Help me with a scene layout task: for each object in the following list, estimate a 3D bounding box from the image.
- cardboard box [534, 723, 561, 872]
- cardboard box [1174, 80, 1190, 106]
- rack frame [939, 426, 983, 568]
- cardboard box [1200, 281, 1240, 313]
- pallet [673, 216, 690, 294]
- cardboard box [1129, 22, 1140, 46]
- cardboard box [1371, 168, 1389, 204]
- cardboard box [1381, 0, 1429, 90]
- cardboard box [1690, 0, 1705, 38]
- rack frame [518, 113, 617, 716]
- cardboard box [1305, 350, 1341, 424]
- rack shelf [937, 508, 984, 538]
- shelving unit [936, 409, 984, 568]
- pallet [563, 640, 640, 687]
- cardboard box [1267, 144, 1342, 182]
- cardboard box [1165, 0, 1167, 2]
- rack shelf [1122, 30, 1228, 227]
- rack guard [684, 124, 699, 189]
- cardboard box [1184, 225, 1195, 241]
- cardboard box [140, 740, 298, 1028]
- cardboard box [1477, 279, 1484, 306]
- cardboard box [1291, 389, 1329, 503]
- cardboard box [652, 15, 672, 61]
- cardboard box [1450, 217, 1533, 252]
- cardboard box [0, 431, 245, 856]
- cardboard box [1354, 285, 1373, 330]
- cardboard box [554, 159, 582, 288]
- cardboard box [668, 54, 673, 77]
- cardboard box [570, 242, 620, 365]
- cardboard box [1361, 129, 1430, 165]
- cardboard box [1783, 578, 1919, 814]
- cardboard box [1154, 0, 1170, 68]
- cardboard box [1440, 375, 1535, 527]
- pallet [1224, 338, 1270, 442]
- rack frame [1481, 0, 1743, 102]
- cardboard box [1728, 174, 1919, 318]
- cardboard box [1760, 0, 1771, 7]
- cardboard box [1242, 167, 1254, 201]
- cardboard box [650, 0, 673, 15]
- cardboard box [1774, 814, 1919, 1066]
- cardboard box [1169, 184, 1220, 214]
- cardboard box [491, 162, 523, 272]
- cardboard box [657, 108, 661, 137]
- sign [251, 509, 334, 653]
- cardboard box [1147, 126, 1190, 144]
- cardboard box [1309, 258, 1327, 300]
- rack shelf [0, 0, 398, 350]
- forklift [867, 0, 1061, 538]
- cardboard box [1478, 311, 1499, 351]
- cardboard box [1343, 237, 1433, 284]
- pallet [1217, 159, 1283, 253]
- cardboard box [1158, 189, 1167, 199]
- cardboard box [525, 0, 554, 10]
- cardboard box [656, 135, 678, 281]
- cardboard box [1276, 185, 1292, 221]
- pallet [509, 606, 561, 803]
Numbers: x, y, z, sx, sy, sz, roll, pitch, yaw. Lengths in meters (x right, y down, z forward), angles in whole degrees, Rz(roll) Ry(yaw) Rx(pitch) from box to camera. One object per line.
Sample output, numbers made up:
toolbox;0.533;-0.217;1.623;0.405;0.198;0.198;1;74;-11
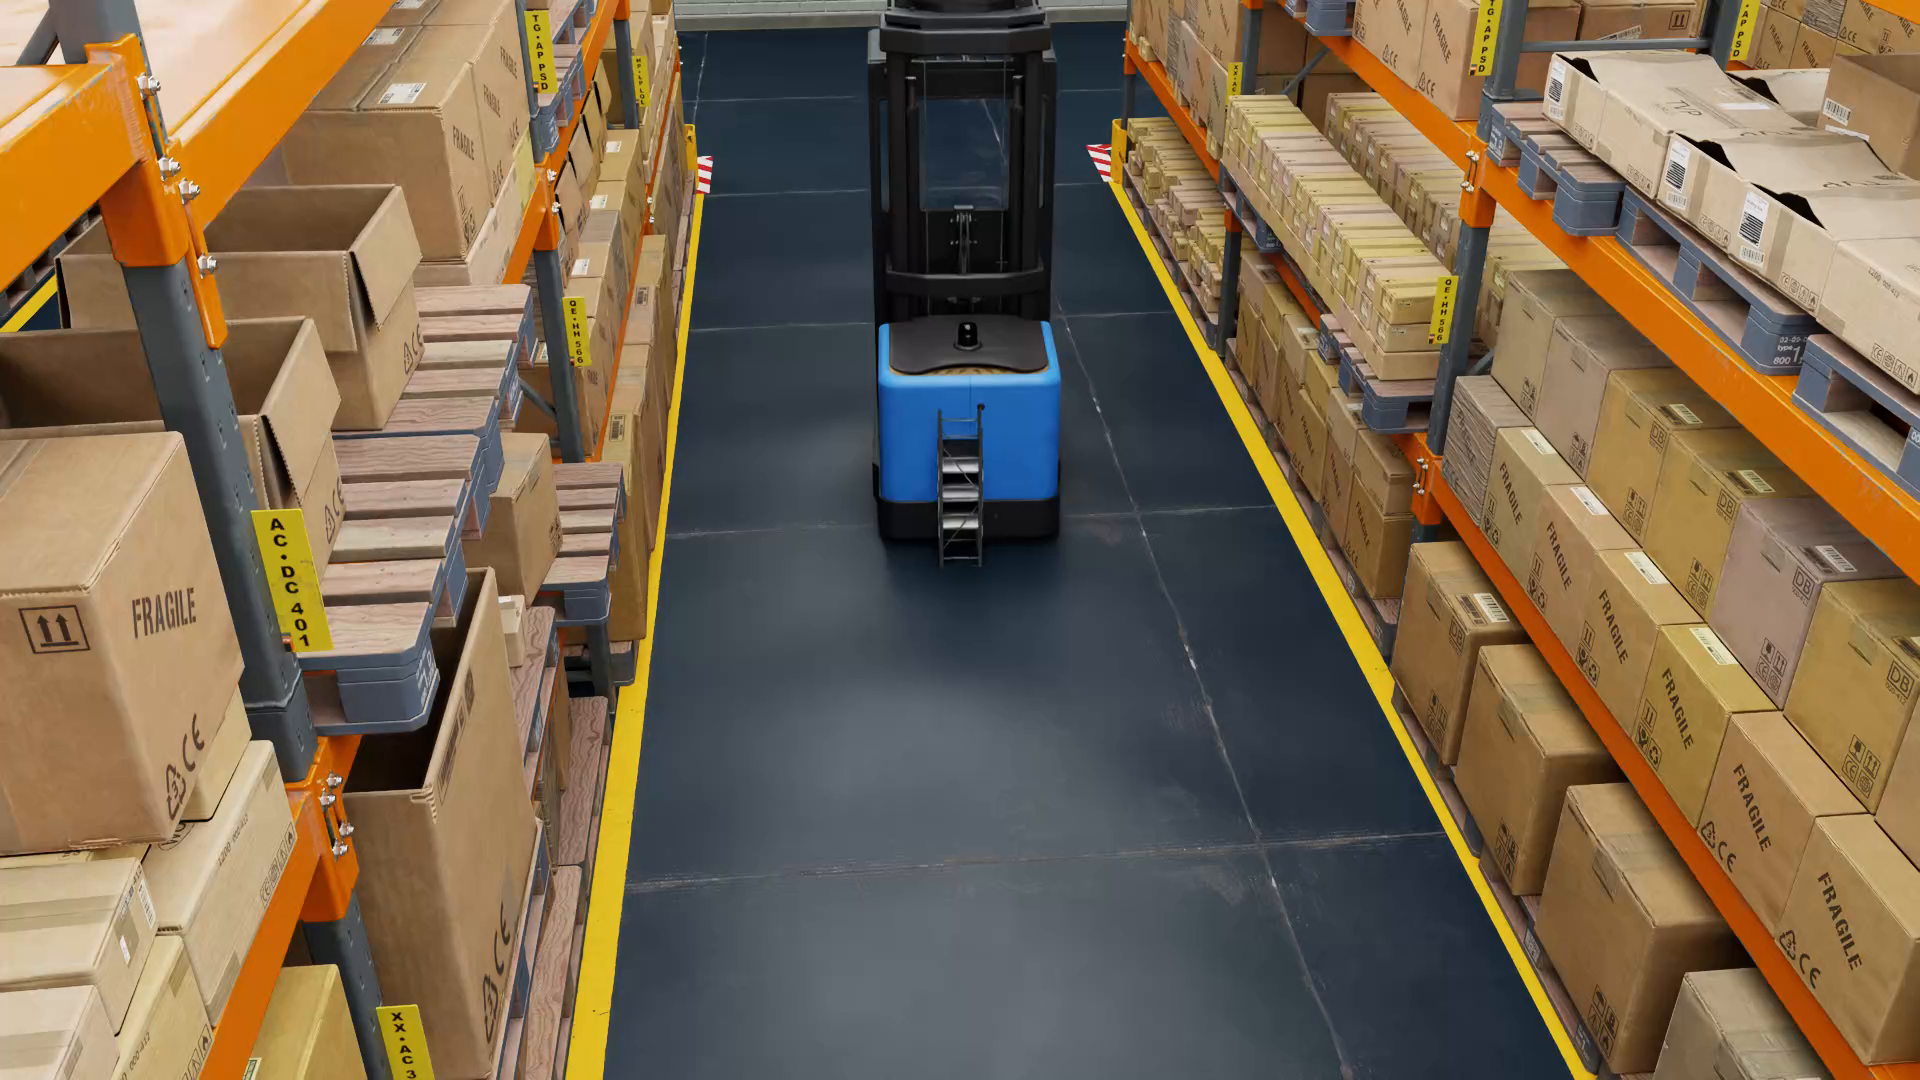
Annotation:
cardboard box;-2.075;1.089;7.011;0.700;0.500;0.500;-5;31;-9
cardboard box;1.874;-3.469;12.878;0.380;0.149;0.250;-2;31;-4
rack frame;0.004;-0.231;9.259;0.240;0.900;0.006;-1;31;-2
cardboard box;1.976;-1.788;12.189;0.380;0.149;0.250;-2;31;-4
pallet;-2.706;-2.281;13.363;1.003;0.211;1.213;-3;31;-5
cardboard box;1.682;-4.401;14.438;0.380;0.149;0.250;-3;31;-5
cardboard box;2.684;-2.121;9.921;0.380;0.149;0.250;-4;31;-7
cardboard box;2.359;-2.470;7.938;0.500;0.500;0.500;-3;31;-5
cardboard box;6.656;-4.763;14.701;0.500;0.500;0.500;-3;31;-5
rack frame;-2.222;-0.419;7.527;1.000;3.000;0.127;-3;31;-5
cardboard box;2.310;-0.889;9.610;0.500;0.250;0.500;-2;31;-3
rack shelf;0.001;-0.100;9.456;0.258;0.077;0.200;-1;31;-2
shelving unit;0.001;-0.283;9.346;0.258;0.900;0.210;-1;31;-2
pallet;-2.221;0.372;8.922;1.003;0.211;1.213;-3;31;-5
cardboard box;2.029;-2.221;9.799;0.380;0.149;0.250;-3;31;-5
cardboard box;1.835;-4.524;13.036;0.500;0.500;0.500;-3;31;-6
rack shelf;2.165;-3.360;13.152;1.077;0.370;4.000;-3;31;-5
rack guard;-2.972;-3.443;15.027;1.175;0.500;0.348;-3;31;-5
cardboard box;1.956;-2.413;12.945;0.380;0.149;0.250;-2;31;-3
cardboard box;-1.546;0.620;3.009;0.500;0.250;0.500;-2;31;-3
cardboard box;2.824;-1.336;8.608;0.380;0.149;0.250;-4;31;-6
cardboard box;2.293;-0.570;9.809;0.500;0.500;0.500;-4;31;-7
cardboard box;-2.614;-4.073;13.501;0.500;0.250;0.500;-3;31;-5
cardboard box;2.805;-1.576;8.720;0.380;0.149;0.250;-4;31;-7
cardboard box;-1.553;0.167;2.745;0.500;0.500;0.500;-4;31;-6
cardboard box;2.199;-1.172;8.333;0.380;0.149;0.250;-2;31;-3
cardboard box;-2.333;-1.600;8.428;0.797;0.503;0.637;-2;31;-3
cardboard box;-2.538;-3.841;13.501;0.380;0.149;0.250;-2;31;-4
cardboard box;-2.099;-1.248;8.817;0.500;0.500;0.500;-3;31;-5
cardboard box;2.656;-2.377;10.060;0.380;0.149;0.250;-3;31;-5
cardboard box;2.997;0.449;5.001;0.700;0.500;0.500;-3;31;-5
cardboard box;1.853;-4.095;13.294;0.500;0.500;0.500;-2;31;-4
cardboard box;2.498;-0.406;7.408;0.500;0.500;0.500;-2;31;-4
pallet;2.426;-1.053;11.308;1.003;0.211;1.213;-3;31;-5
rack frame;2.725;-3.181;6.301;1.000;3.000;0.127;-3;31;-5
cardboard box;2.716;-0.920;5.021;0.500;0.311;0.500;-4;31;-6
cardboard box;6.769;-4.666;13.565;0.500;0.500;0.500;-3;31;-5
cardboard box;1.982;-2.228;10.391;0.380;0.149;0.250;-3;31;-4
cardboard box;-2.663;-4.653;13.740;0.500;0.500;0.500;-2;31;-4
cardboard box;2.784;1.140;4.819;0.500;0.500;0.500;-3;31;-5
cardboard box;1.864;-2.691;13.121;0.380;0.149;0.250;-4;31;-6
cardboard box;-1.874;-1.159;5.987;0.500;0.250;0.500;-3;31;-5
cardboard box;-2.393;-3.054;12.183;0.380;0.149;0.250;-3;31;-5
sign;-1.309;0.083;3.257;0.100;0.325;0.005;-3;31;-5
cardboard box;1.834;-3.483;14.447;0.380;0.149;0.250;-2;31;-4
cardboard box;2.129;-1.431;9.056;0.380;0.149;0.250;-4;31;-7
rack shelf;-2.036;-1.493;4.567;1.077;0.370;4.000;-3;31;-5
forklift;0.003;-1.989;10.222;1.130;2.935;3.031;-1;31;-2
cardboard box;2.860;-1.053;8.424;0.380;0.149;0.250;-1;31;-2
cardboard box;2.177;-1.424;8.464;0.380;0.149;0.250;-2;31;-3
pallet;2.278;-2.168;10.642;1.003;0.211;1.213;-3;31;-5
cardboard box;1.878;-2.846;13.960;0.380;0.149;0.250;-3;31;-4
cardboard box;-2.435;-2.974;8.369;0.797;0.503;0.637;-3;31;-5
cardboard box;-2.662;-2.530;12.723;0.875;0.875;0.875;-3;31;-5
cardboard box;2.058;-1.955;9.644;0.380;0.149;0.250;-3;31;-5
pallet;-1.997;0.672;5.888;1.003;0.211;1.213;-3;31;-5
